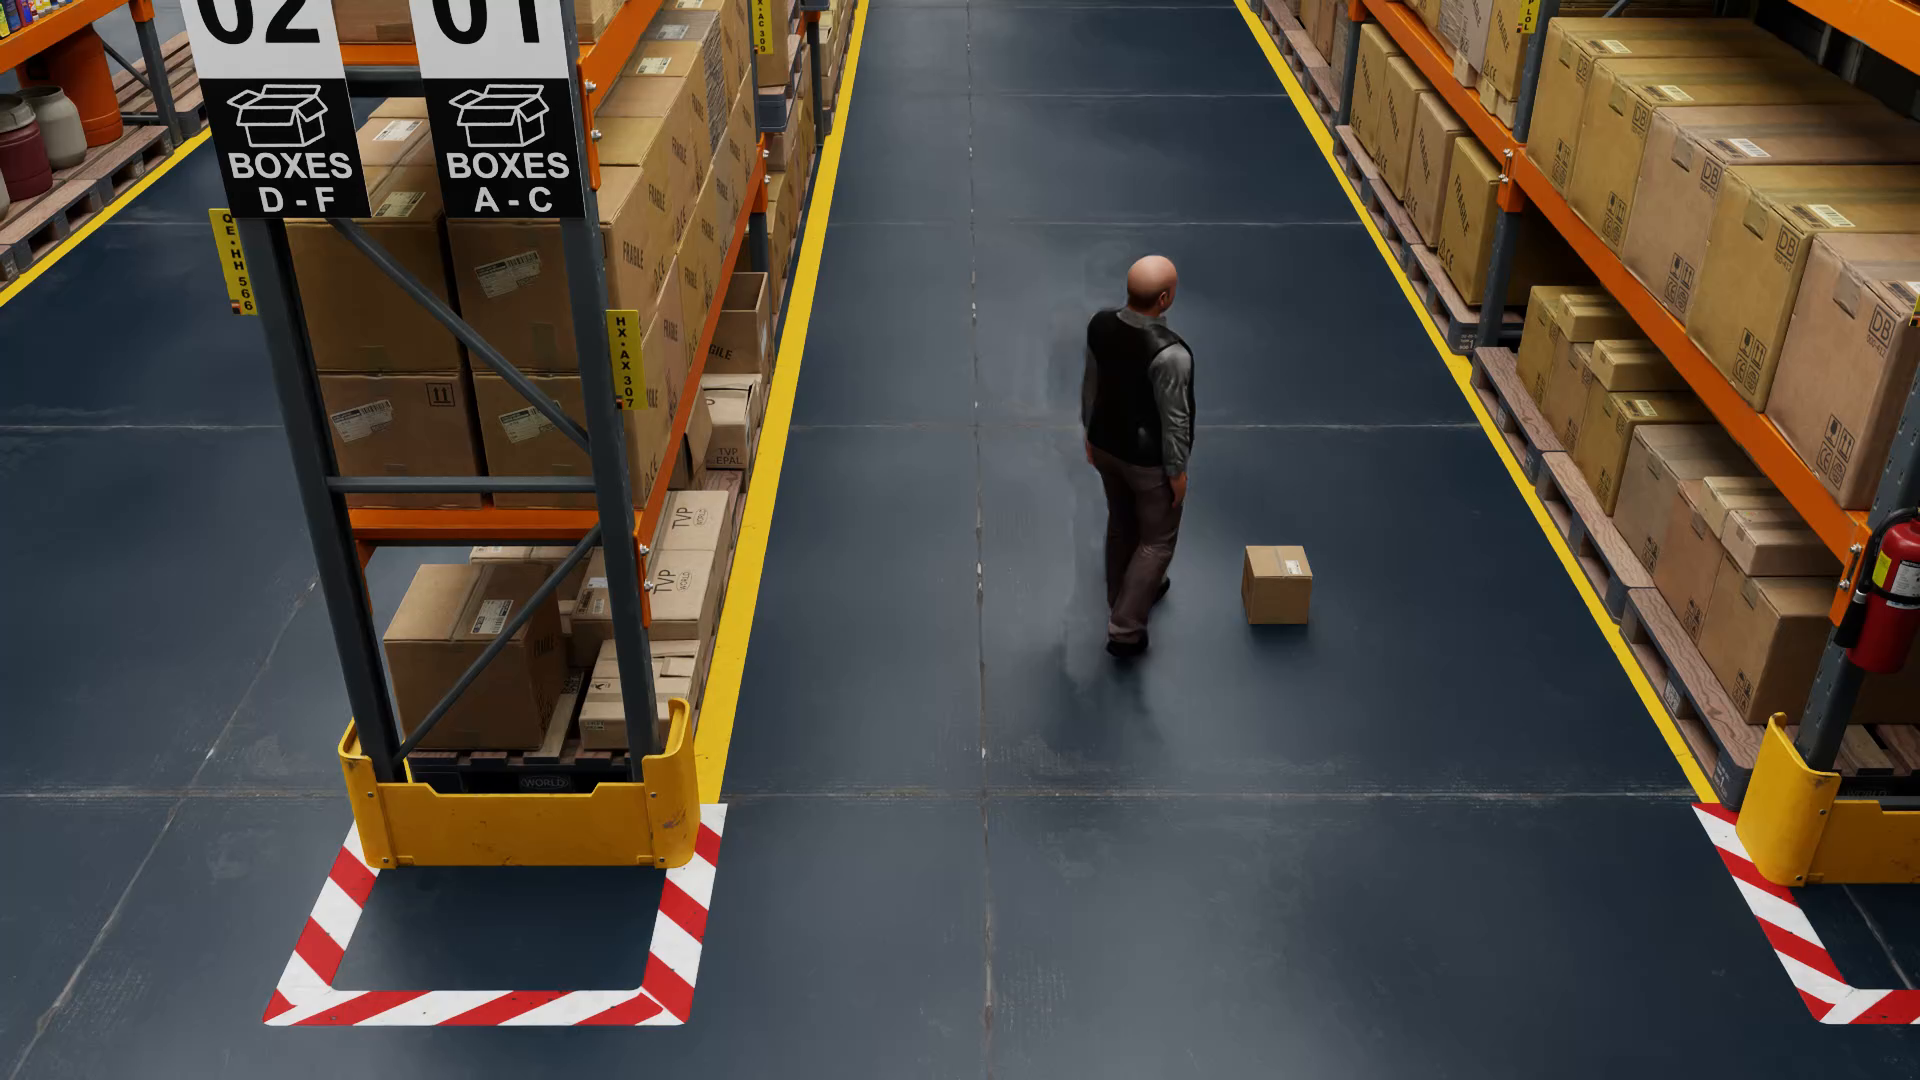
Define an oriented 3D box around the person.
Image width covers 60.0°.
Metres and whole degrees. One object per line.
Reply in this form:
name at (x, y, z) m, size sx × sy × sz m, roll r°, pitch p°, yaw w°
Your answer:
person at (0.740, -0.360, 6.748) m, size 0.624 × 1.724 × 0.558 m, roll -25°, pitch 39°, yaw -35°
